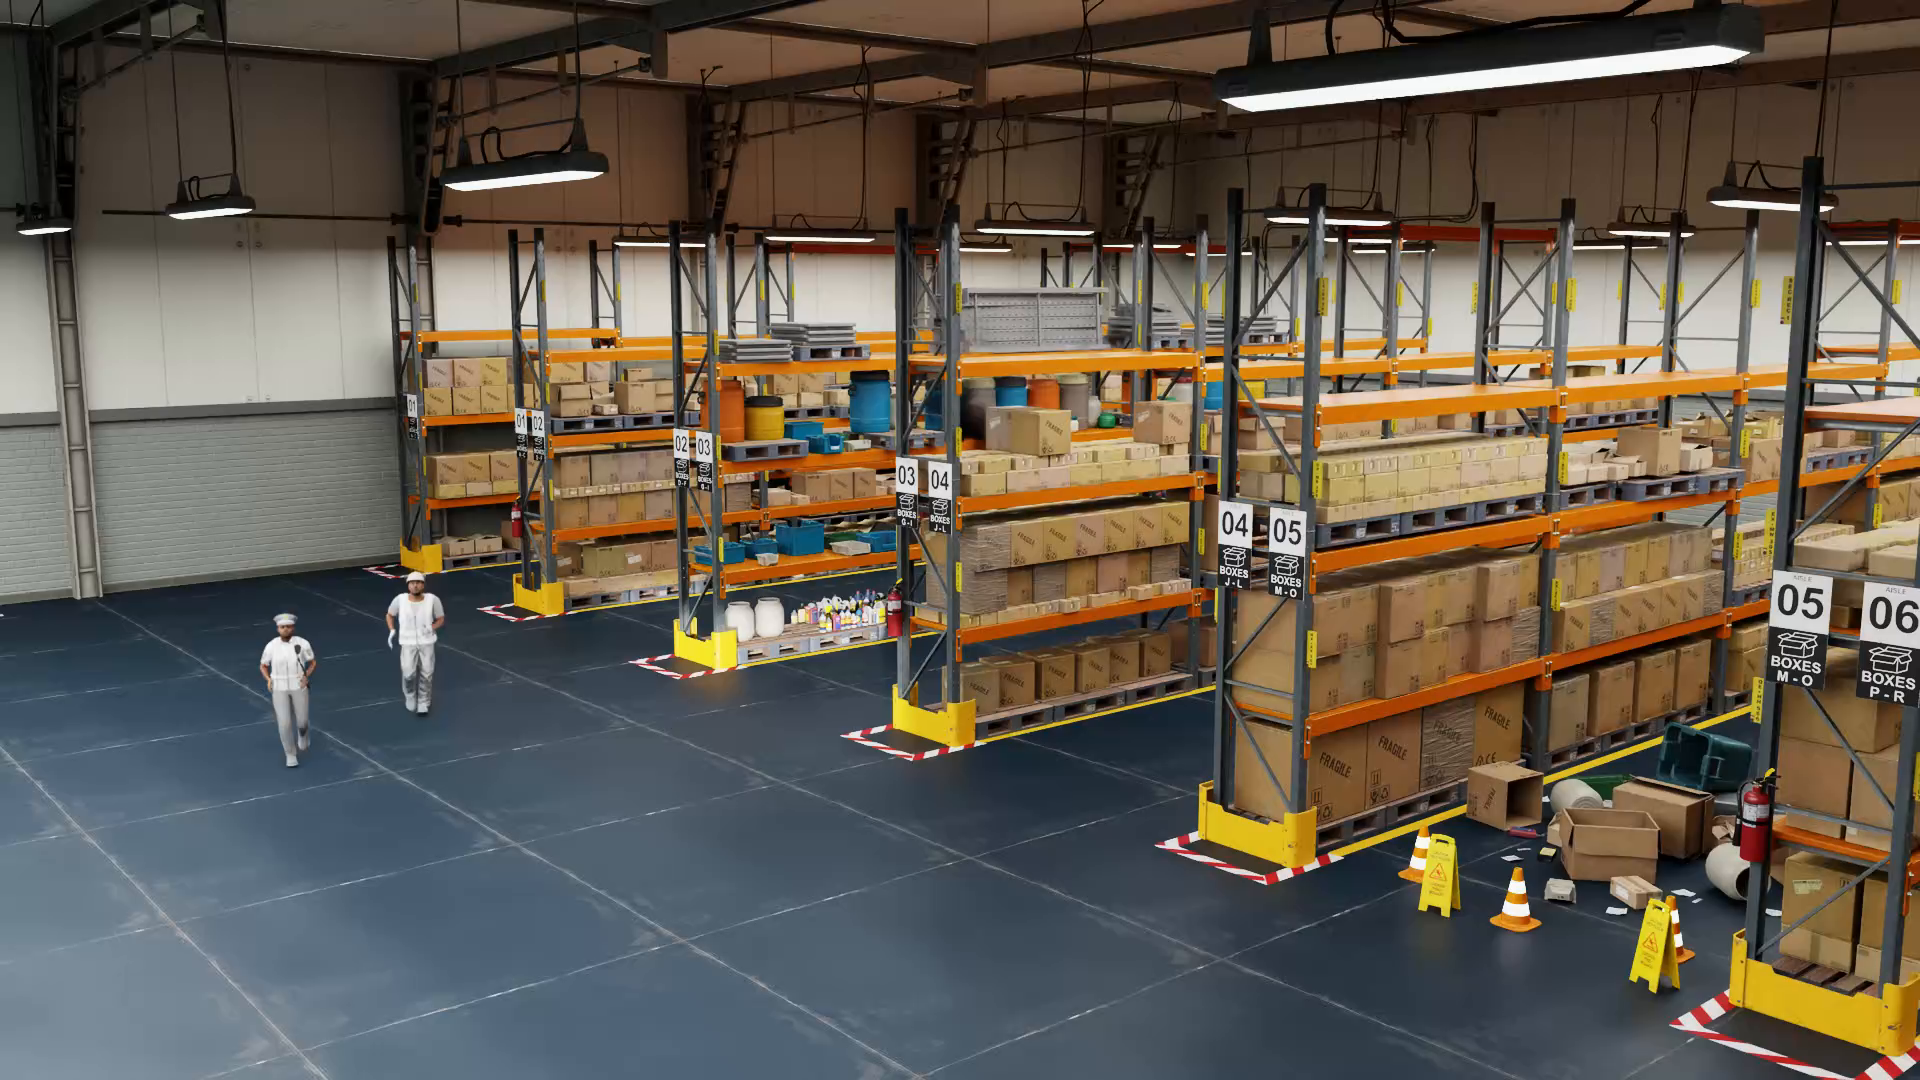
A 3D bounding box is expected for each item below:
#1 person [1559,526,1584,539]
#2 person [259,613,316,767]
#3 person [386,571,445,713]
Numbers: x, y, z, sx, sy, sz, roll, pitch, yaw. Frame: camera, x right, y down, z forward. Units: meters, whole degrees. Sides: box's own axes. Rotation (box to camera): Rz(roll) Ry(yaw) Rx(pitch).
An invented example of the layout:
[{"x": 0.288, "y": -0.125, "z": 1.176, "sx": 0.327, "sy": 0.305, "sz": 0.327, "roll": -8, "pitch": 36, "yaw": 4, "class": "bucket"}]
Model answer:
[{"x": 8.948, "y": 0.572, "z": 24.324, "sx": 0.694, "sy": 1.765, "sz": 0.676, "roll": 9, "pitch": 12, "yaw": 44, "class": "person"}, {"x": -7.269, "y": 1.596, "z": 18.011, "sx": 0.575, "sy": 1.650, "sz": 0.559, "roll": -3, "pitch": 9, "yaw": -19, "class": "person"}, {"x": -6.498, "y": 1.248, "z": 19.887, "sx": 0.662, "sy": 1.737, "sz": 0.613, "roll": -3, "pitch": 9, "yaw": -18, "class": "person"}]
